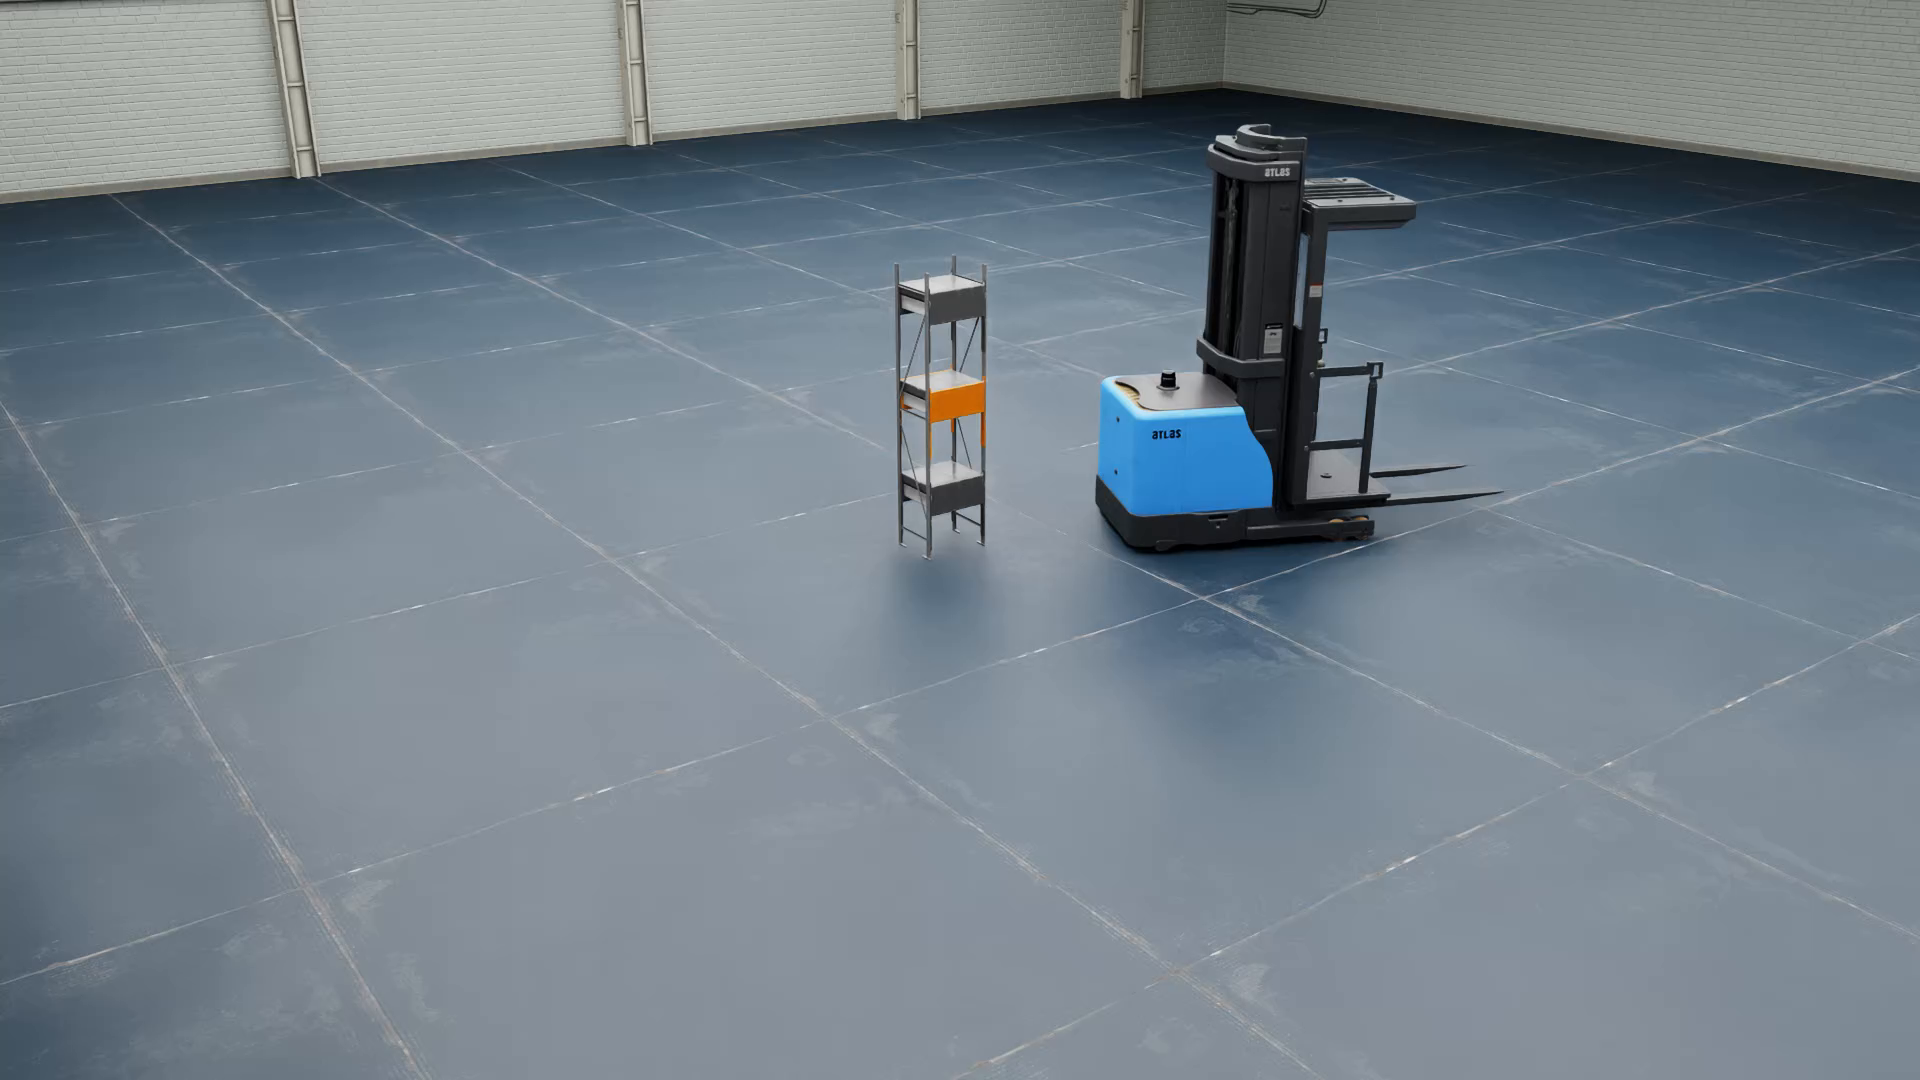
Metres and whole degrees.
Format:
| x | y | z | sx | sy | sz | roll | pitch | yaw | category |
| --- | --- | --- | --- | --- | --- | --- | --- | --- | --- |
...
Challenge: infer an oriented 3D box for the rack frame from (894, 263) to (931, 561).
| x | y | z | sx | sy | sz | roll | pitch | yaw | category |
| --- | --- | --- | --- | --- | --- | --- | --- | --- | --- |
| -0.332 | -0.887 | 11.785 | 0.015 | 2.100 | 0.400 | -15 | 26 | -33 | rack frame |

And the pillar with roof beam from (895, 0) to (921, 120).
| x | y | z | sx | sy | sz | roll | pitch | yaw | category |
| --- | --- | --- | --- | --- | --- | --- | --- | --- | --- |
| 1.464 | -11.494 | 29.058 | 0.400 | 9.000 | 9.100 | -15 | 26 | -33 | pillar with roof beam |

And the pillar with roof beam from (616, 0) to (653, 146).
| x | y | z | sx | sy | sz | roll | pitch | yaw | category |
| --- | --- | --- | --- | --- | --- | --- | --- | --- | --- |
| -3.407 | -10.195 | 25.804 | 0.400 | 9.000 | 9.100 | -15 | 26 | -33 | pillar with roof beam |

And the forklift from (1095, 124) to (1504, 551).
| x | y | z | sx | sy | sz | roll | pitch | yaw | category |
| --- | --- | --- | --- | --- | --- | --- | --- | --- | --- |
| 2.621 | -1.537 | 12.294 | 3.031 | 2.935 | 1.130 | -4 | 22 | -11 | forklift |

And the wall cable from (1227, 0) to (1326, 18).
| x | y | z | sx | sy | sz | roll | pitch | yaw | category |
| --- | --- | --- | --- | --- | --- | --- | --- | --- | --- |
| 6.984 | -12.885 | 36.735 | 0.112 | 2.526 | 3.097 | -15 | 26 | -33 | wall cable |

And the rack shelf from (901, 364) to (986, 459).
| x | y | z | sx | sy | sz | roll | pitch | yaw | category |
| --- | --- | --- | --- | --- | --- | --- | --- | --- | --- |
| -0.134 | -0.927 | 11.922 | 0.480 | 0.518 | 0.431 | -15 | 26 | -33 | rack shelf |

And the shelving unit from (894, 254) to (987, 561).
| x | y | z | sx | sy | sz | roll | pitch | yaw | category |
| --- | --- | --- | --- | --- | --- | --- | --- | --- | --- |
| -0.134 | -0.939 | 11.917 | 0.503 | 2.100 | 0.431 | -15 | 26 | -33 | shelving unit |

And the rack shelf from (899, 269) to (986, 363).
| x | y | z | sx | sy | sz | roll | pitch | yaw | category |
| --- | --- | --- | --- | --- | --- | --- | --- | --- | --- |
| -0.134 | -1.577 | 11.663 | 0.480 | 0.518 | 0.431 | -15 | 26 | -33 | rack shelf |

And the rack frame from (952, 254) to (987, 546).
| x | y | z | sx | sy | sz | roll | pitch | yaw | category |
| --- | --- | --- | --- | --- | --- | --- | --- | --- | --- |
| 0.064 | -0.992 | 12.050 | 0.015 | 2.100 | 0.400 | -15 | 26 | -33 | rack frame |

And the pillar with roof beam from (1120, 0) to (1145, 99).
| x | y | z | sx | sy | sz | roll | pitch | yaw | category |
| --- | --- | --- | --- | --- | --- | --- | --- | --- | --- |
| 6.334 | -12.792 | 32.313 | 0.400 | 9.000 | 9.100 | -15 | 26 | -33 | pillar with roof beam |

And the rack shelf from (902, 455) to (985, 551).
| x | y | z | sx | sy | sz | roll | pitch | yaw | category |
| --- | --- | --- | --- | --- | --- | --- | --- | --- | --- |
| -0.134 | -0.277 | 12.182 | 0.480 | 0.518 | 0.431 | -15 | 26 | -33 | rack shelf |

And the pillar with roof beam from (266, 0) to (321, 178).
| x | y | z | sx | sy | sz | roll | pitch | yaw | category |
| --- | --- | --- | --- | --- | --- | --- | --- | --- | --- |
| -8.277 | -8.896 | 22.549 | 0.400 | 9.000 | 9.100 | -15 | 26 | -33 | pillar with roof beam |
